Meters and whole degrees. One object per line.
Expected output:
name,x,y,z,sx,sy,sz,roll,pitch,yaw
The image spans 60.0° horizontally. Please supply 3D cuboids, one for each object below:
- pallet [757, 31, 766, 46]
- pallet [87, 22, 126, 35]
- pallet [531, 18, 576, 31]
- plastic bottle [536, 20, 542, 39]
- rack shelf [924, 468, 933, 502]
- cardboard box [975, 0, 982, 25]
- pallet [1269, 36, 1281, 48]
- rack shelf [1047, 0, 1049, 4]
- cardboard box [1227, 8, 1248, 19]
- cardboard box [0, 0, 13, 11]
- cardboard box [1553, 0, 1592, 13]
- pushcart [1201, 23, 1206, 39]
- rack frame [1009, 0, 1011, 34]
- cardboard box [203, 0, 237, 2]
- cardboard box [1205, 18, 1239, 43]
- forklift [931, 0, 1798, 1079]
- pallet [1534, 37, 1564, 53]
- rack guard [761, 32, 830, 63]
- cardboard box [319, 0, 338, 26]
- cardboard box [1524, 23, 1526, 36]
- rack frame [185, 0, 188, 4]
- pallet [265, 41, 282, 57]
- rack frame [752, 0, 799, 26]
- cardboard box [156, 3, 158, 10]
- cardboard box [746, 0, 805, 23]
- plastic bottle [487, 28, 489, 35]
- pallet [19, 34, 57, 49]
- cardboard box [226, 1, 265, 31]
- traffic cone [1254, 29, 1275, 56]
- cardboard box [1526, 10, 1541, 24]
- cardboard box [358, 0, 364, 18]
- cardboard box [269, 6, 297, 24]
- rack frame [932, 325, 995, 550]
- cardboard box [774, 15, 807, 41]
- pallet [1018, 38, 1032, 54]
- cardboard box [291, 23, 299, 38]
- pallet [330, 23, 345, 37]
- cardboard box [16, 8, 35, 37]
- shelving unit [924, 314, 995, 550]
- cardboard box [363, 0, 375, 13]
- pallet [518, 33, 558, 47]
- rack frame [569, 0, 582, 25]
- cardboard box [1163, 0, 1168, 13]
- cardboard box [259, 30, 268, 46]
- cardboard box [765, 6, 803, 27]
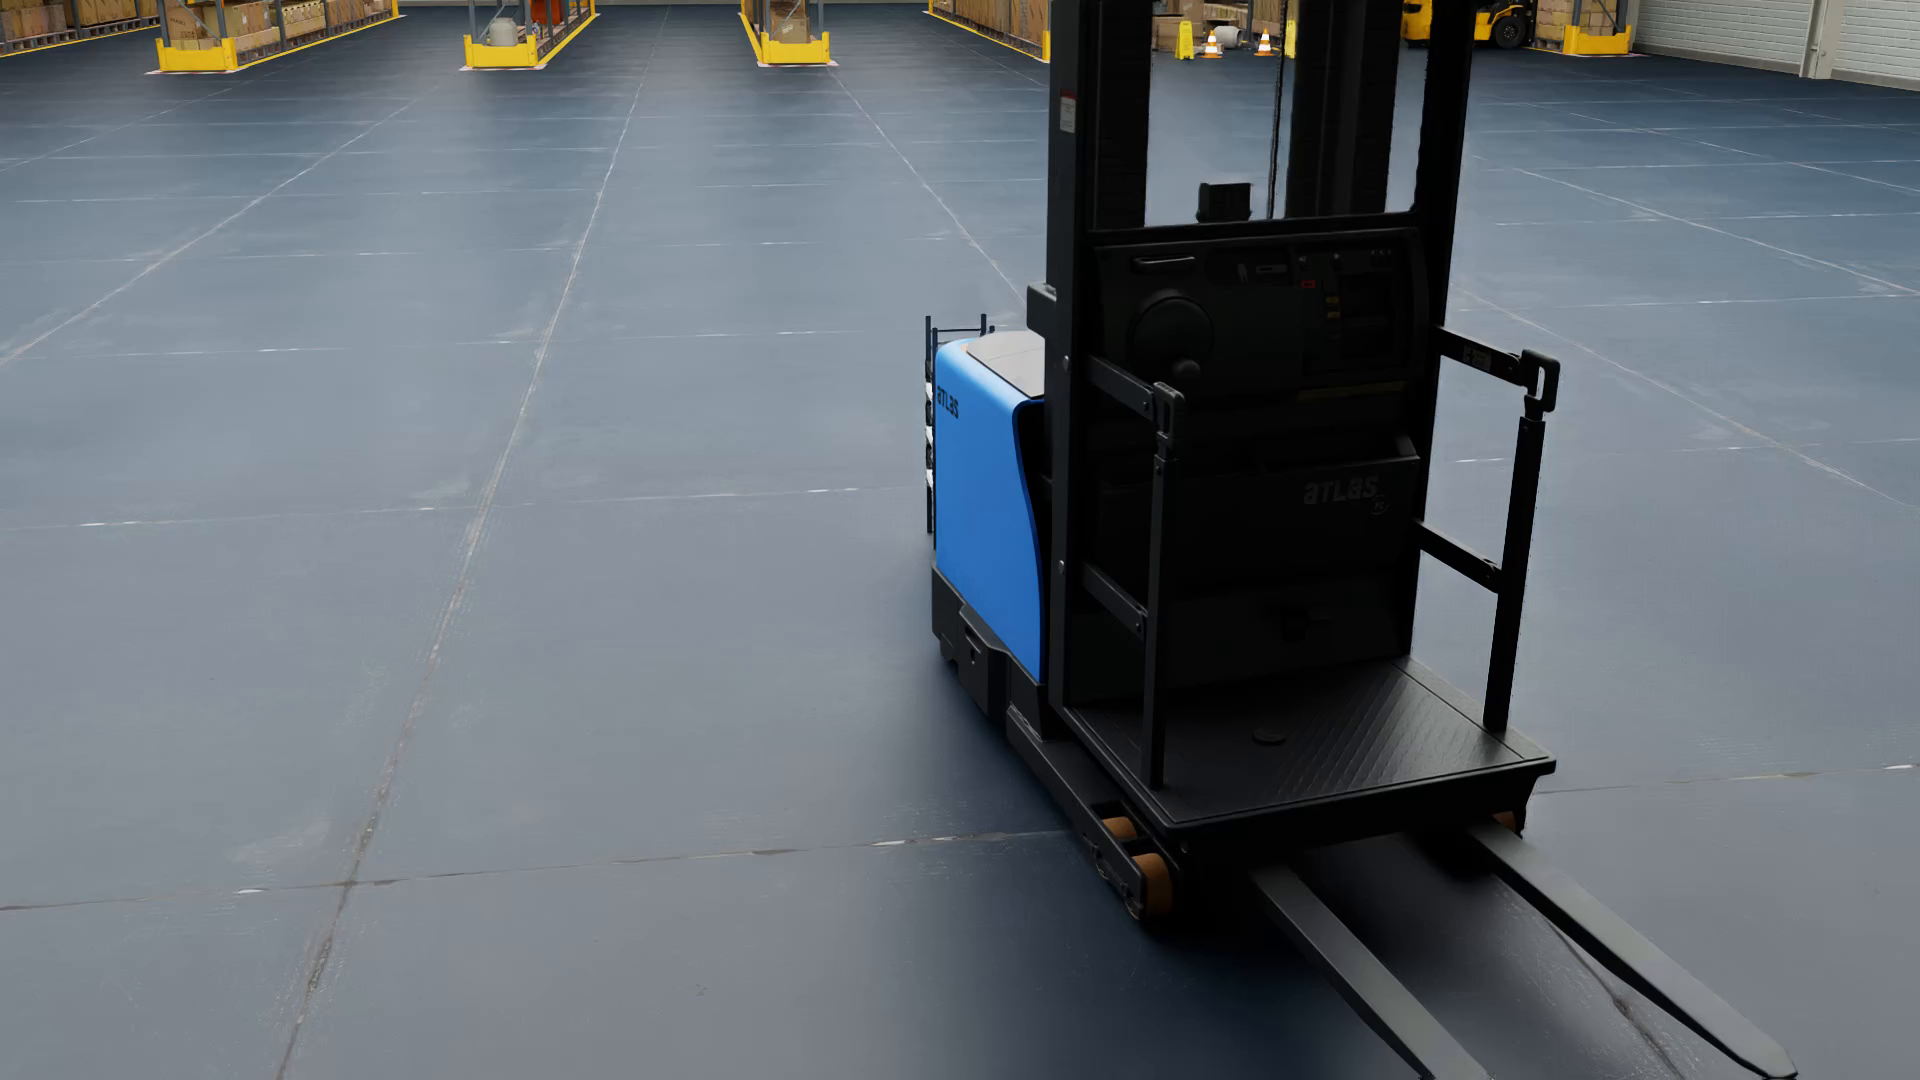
pallet,-3.554,-10.094,33.441,1.003,0.211,1.213,-3,21,-8
pallet,-18.934,-11.158,36.290,1.003,0.211,1.213,-3,21,-8
pallet,-9.246,-11.652,37.612,1.003,0.211,1.213,-3,21,-8
plastic bottle,-7.936,-9.572,31.213,0.144,0.351,0.185,-4,21,-10
rack shelf,-0.001,-0.225,6.641,0.258,0.077,0.200,-3,21,-8
cardboard box,0.904,-11.659,36.259,1.050,0.750,0.750,-3,21,-8
pallet,6.677,-9.671,32.307,1.003,0.211,1.213,-3,21,-8
rack shelf,1.771,-10.317,31.080,1.077,0.370,4.000,-3,21,-8
cardboard box,6.181,-11.027,35.108,0.950,0.372,0.625,-2,21,-4
cardboard box,-18.335,-10.174,31.542,0.500,0.250,0.500,-3,21,-9
cardboard box,11.479,-10.018,31.153,0.500,0.250,0.500,-2,21,-6
pushcart,4.117,-10.270,33.674,1.648,0.377,0.936,-11,23,-26
rack frame,1.482,-11.346,32.808,1.000,3.000,0.127,-3,21,-8
cardboard box,-13.407,-9.544,30.239,0.500,0.500,0.500,-3,21,-8
cardboard box,5.174,-10.021,32.830,0.500,0.500,0.500,12,24,29
forklift,0.854,-0.580,4.080,1.130,2.935,3.031,-7,21,-17
pallet,11.702,-9.454,31.727,1.003,0.211,1.213,-3,21,-8
rack guard,-2.875,-8.601,29.031,1.175,0.500,0.348,-3,21,-8
cardboard box,-13.603,-11.225,35.426,0.500,0.500,0.500,-2,21,-5
cardboard box,11.251,-10.078,32.742,0.500,0.250,0.500,-2,21,-6
rack frame,-19.875,-14.536,41.349,1.000,3.000,0.127,-3,21,-8
pallet,-13.171,-9.049,30.642,1.003,0.211,1.213,-3,21,-8
rack frame,-4.017,-12.516,35.940,1.000,3.000,0.127,-3,21,-8
cardboard box,-19.446,-12.793,39.654,0.700,0.500,0.500,-2,21,-6
cardboard box,-4.096,-11.957,36.881,1.225,0.875,0.875,-4,21,-10
plastic bottle,-8.499,-9.083,30.002,0.061,0.283,0.133,-2,21,-6
pallet,-18.438,-9.768,32.568,1.003,0.211,1.213,-3,21,-8
cardboard box,-12.824,-9.397,29.845,0.500,0.500,0.500,-3,21,-8
traffic cone,5.604,-9.141,30.530,0.336,0.463,0.334,-3,21,-8
cardboard box,11.318,-10.145,32.207,0.500,0.250,0.500,-3,21,-9
cardboard box,-14.042,-12.281,38.255,0.500,0.500,0.500,-3,21,-8
cardboard box,-13.124,-10.133,32.088,0.500,0.311,0.500,-3,21,-8
rack frame,0.014,-0.389,6.472,0.240,0.900,0.006,-3,21,-8
cardboard box,-3.057,-9.194,30.018,0.500,0.500,0.500,2,21,6
pallet,1.694,-9.349,31.447,1.003,0.211,1.213,-3,21,-8
cardboard box,-13.129,-9.871,32.186,0.500,0.250,0.500,-2,21,-6
pallet,-13.891,-10.972,35.791,1.003,0.211,1.213,-3,21,-8
cardboard box,-18.426,-10.026,32.216,0.700,0.500,0.500,-3,21,-7
shelving unit,-0.001,-0.424,6.566,0.258,0.900,0.210,-3,21,-8
cardboard box,-14.673,-13.089,40.414,0.797,0.503,0.637,-3,21,-8
pallet,-8.493,-9.845,32.773,1.003,0.211,1.213,-3,21,-8
rack frame,-9.495,-13.651,38.979,1.000,3.000,0.127,-3,21,-8
cardboard box,5.381,-13.392,40.720,0.875,0.875,0.875,-2,21,-6
cardboard box,-12.812,-9.046,29.978,0.500,0.250,0.500,-3,21,-8
cardboard box,-3.508,-10.380,33.164,0.700,0.500,0.500,-5,21,-12
